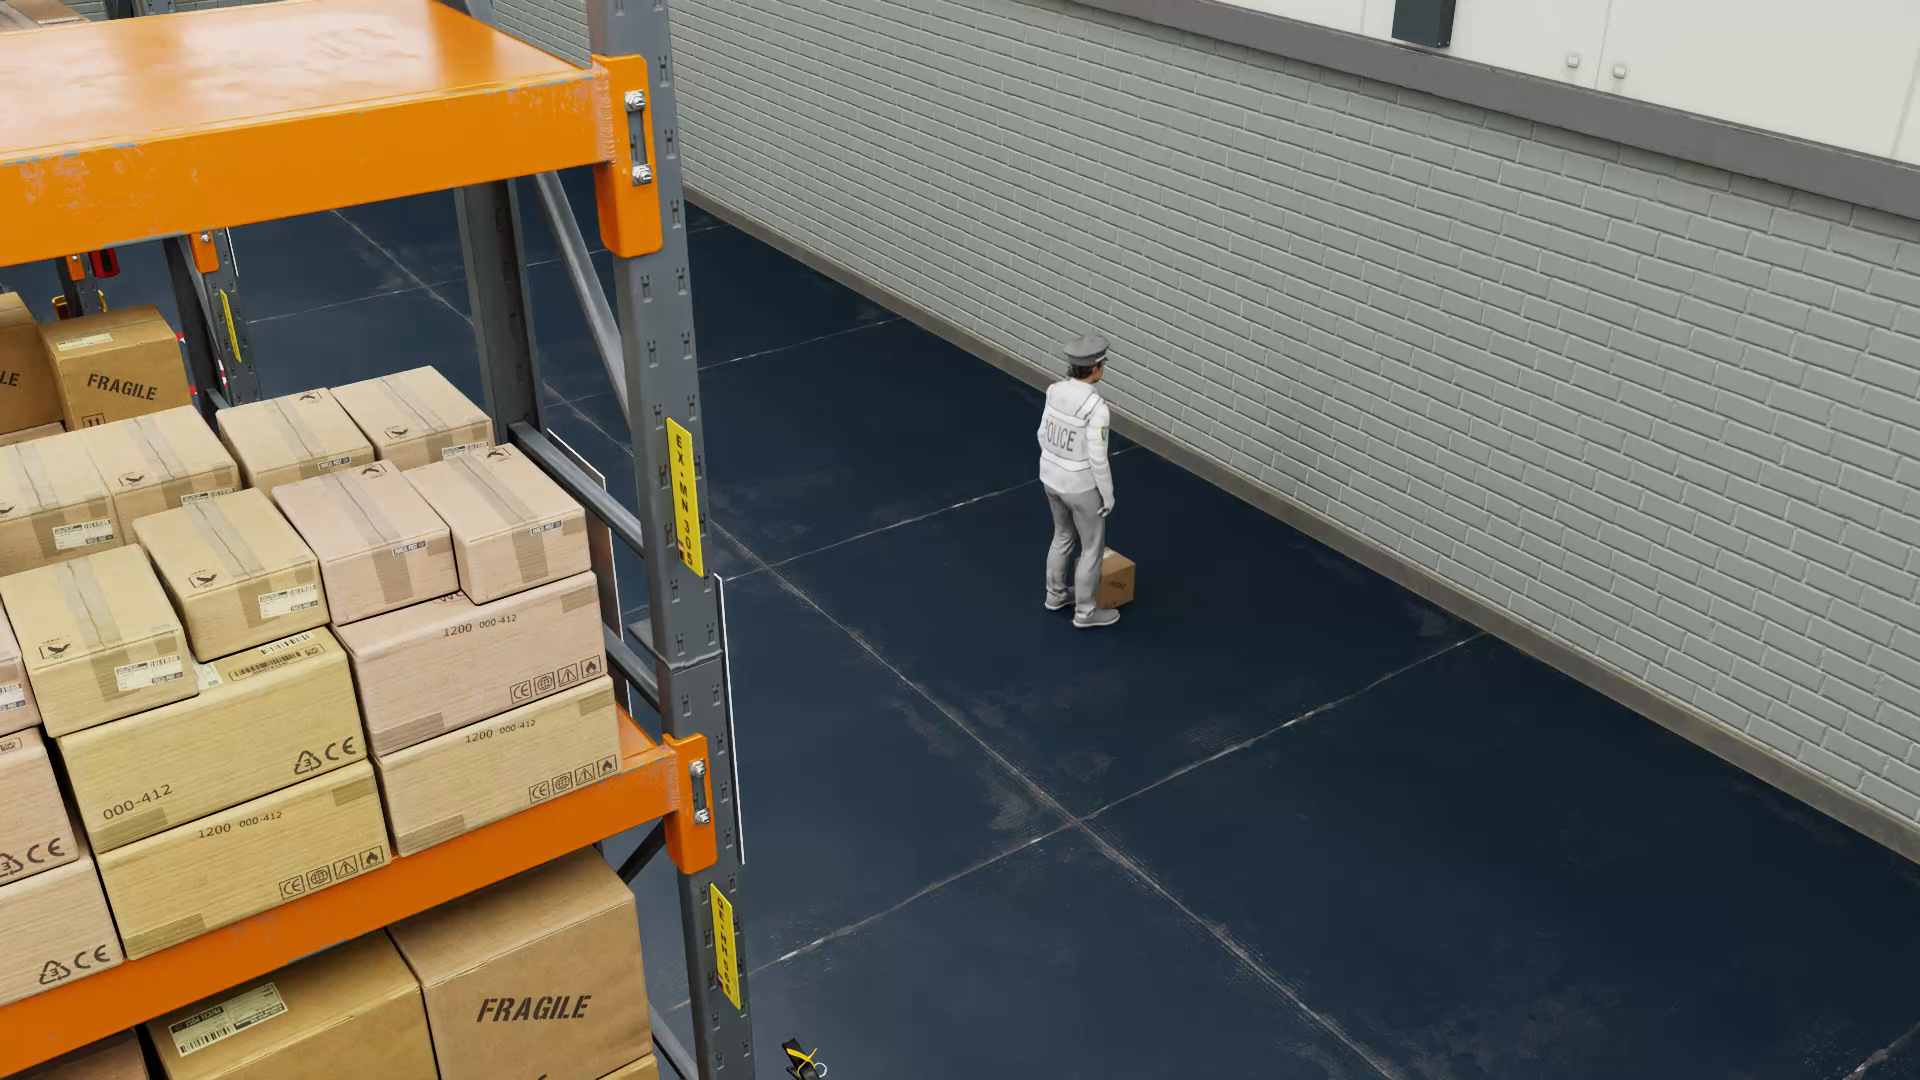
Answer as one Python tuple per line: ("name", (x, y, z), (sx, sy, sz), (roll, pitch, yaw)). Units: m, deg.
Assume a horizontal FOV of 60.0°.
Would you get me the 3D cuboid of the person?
("person", (0.649, -0.316, 9.241), (0.371, 1.662, 0.522), (-20, 35, -32))
